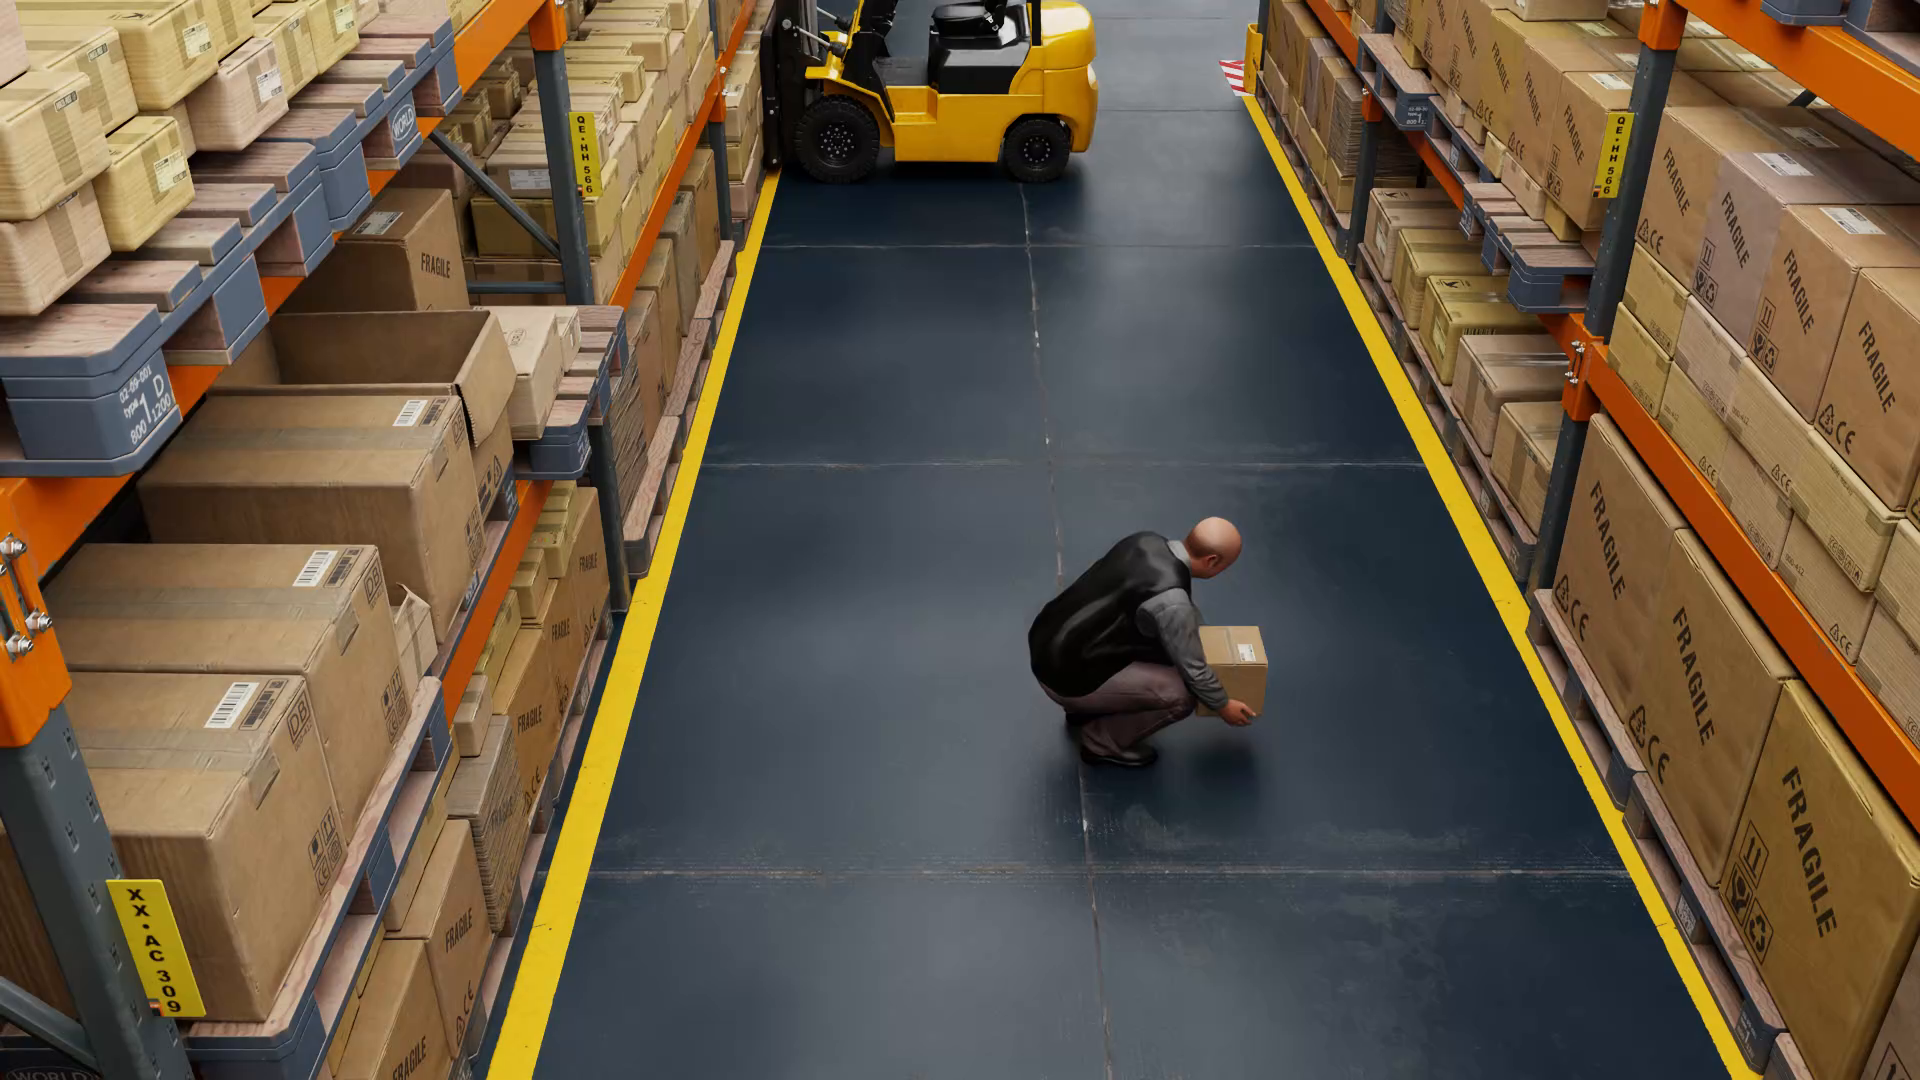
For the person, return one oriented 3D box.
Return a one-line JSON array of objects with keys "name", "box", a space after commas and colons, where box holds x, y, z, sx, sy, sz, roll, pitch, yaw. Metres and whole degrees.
[{"name": "person", "box": [0.689, 0.371, 6.294, 0.856, 0.959, 0.527, 0, 31, 0]}]
